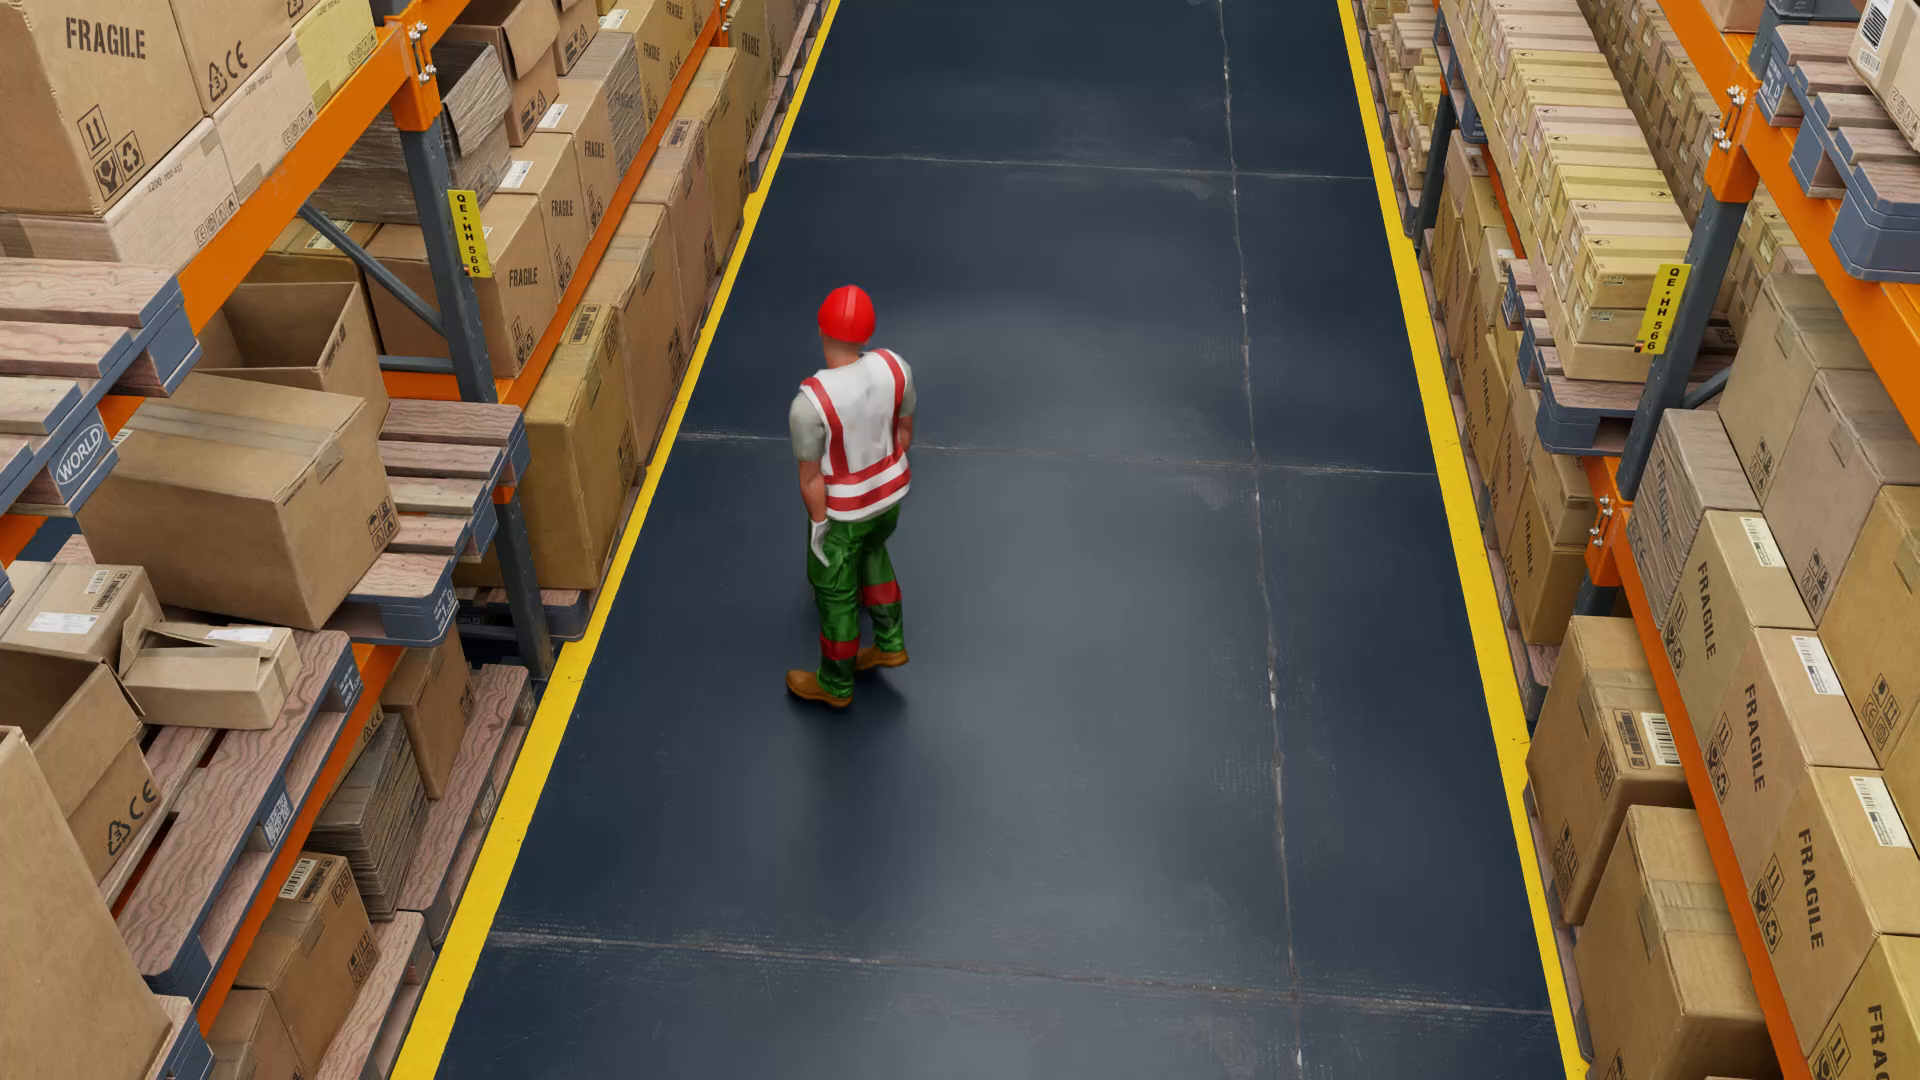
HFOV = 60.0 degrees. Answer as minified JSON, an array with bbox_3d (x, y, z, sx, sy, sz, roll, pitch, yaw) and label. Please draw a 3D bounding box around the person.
[{"bbox_3d":[-0.418,-0.152,6.276,0.587,1.779,0.379,-29,48,-30],"label":"person"}]
